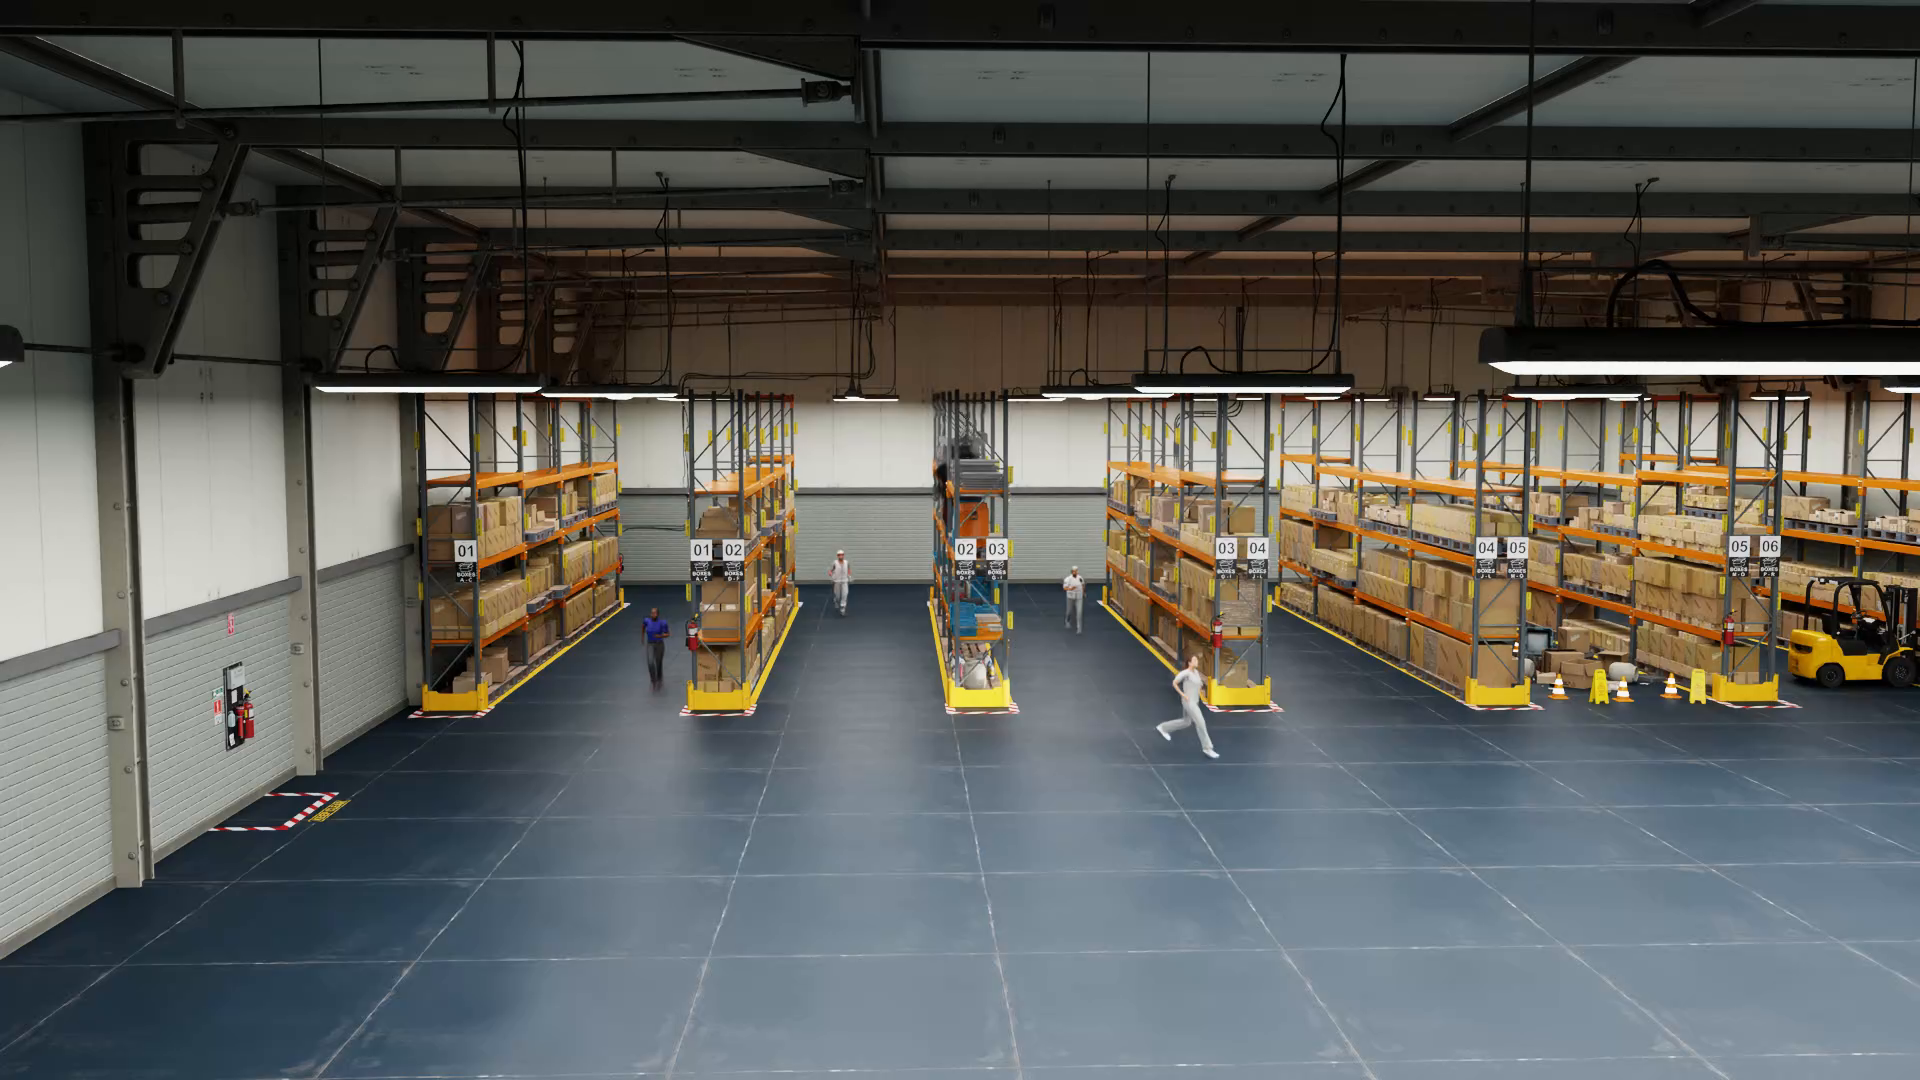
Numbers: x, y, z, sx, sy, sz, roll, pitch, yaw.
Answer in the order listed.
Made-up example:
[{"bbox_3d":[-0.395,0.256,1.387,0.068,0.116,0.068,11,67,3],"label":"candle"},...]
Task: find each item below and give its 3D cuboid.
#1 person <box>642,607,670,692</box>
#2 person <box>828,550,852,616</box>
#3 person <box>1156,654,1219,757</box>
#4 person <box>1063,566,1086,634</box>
[{"bbox_3d":[-6.118,2.191,33.455,0.599,1.686,0.847,0,5,-1],"label":"person"},{"bbox_3d":[-3.248,1.159,45.251,0.654,1.771,0.897,-1,5,-15],"label":"person"},{"bbox_3d":[3.744,2.692,27.271,1.114,1.666,0.537,2,5,27],"label":"person"},{"bbox_3d":[2.878,1.474,41.736,0.607,1.651,0.941,-1,5,-7],"label":"person"}]
